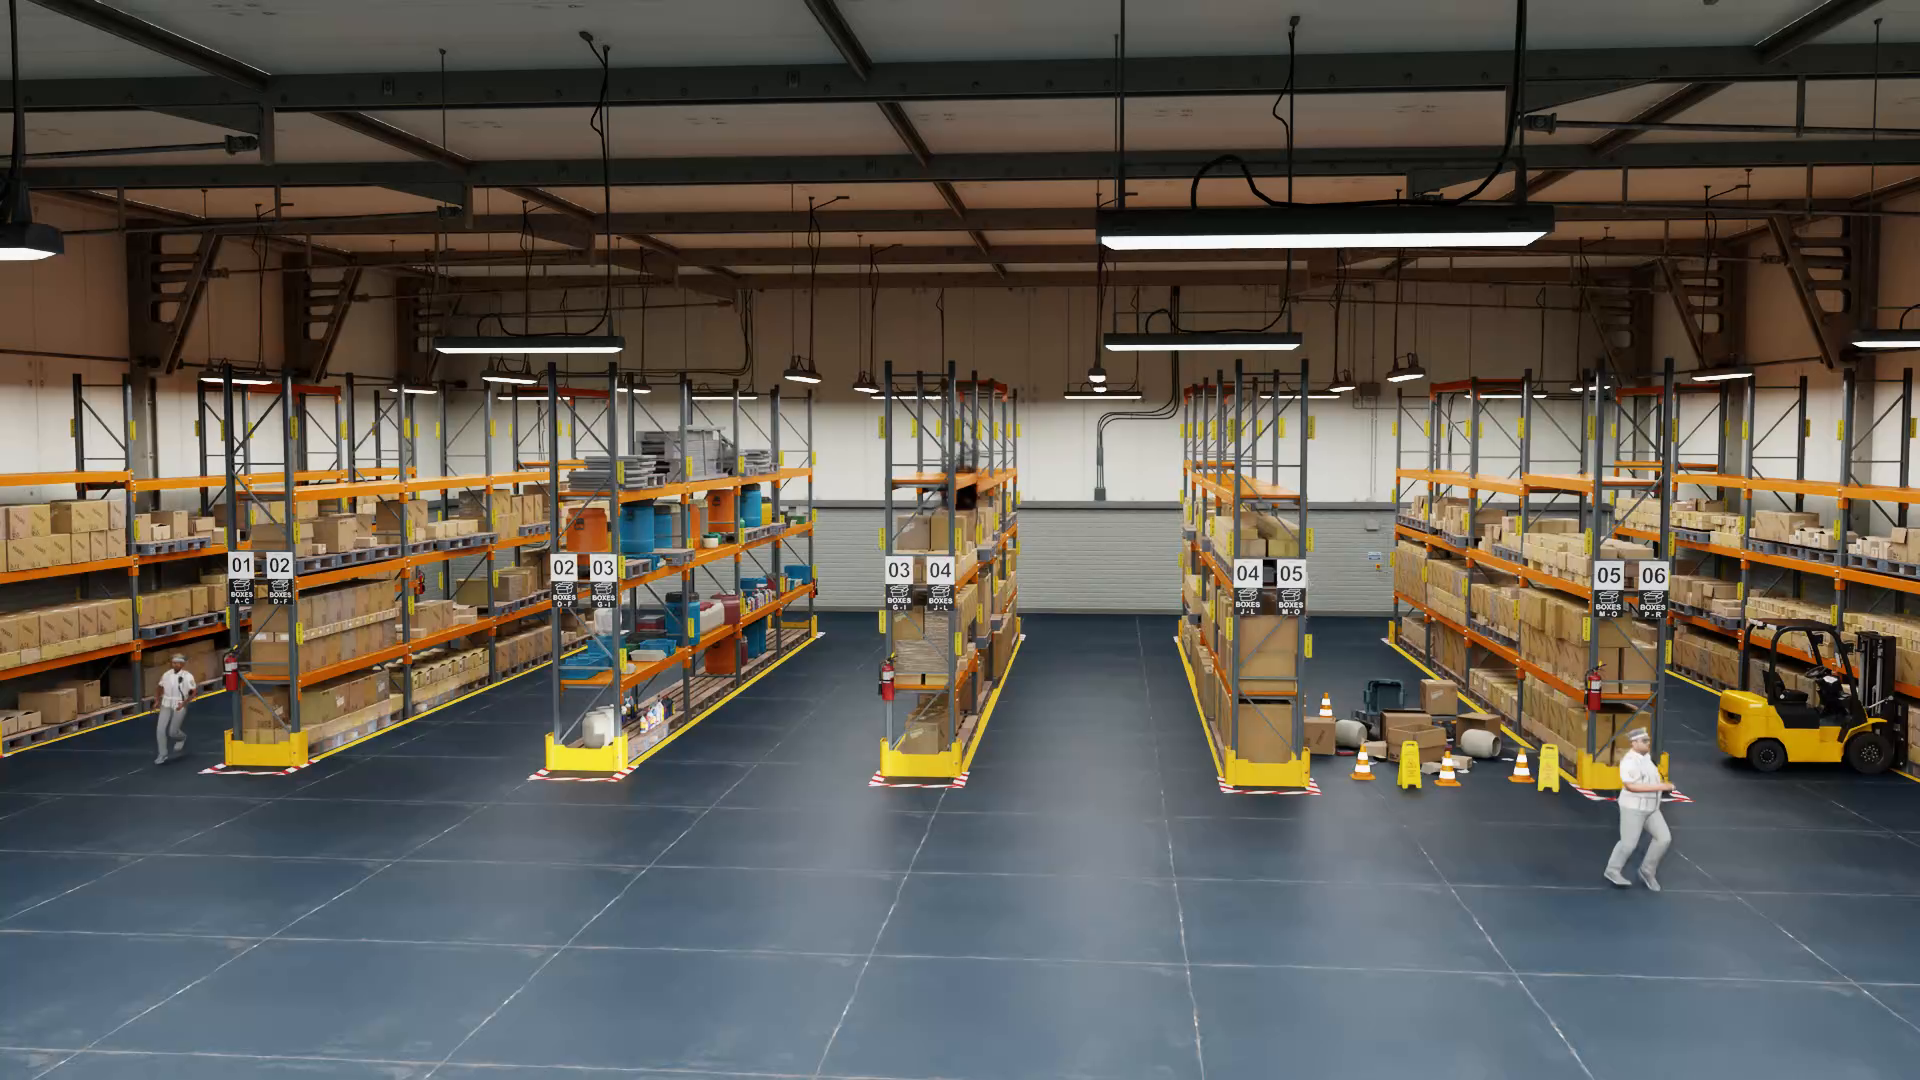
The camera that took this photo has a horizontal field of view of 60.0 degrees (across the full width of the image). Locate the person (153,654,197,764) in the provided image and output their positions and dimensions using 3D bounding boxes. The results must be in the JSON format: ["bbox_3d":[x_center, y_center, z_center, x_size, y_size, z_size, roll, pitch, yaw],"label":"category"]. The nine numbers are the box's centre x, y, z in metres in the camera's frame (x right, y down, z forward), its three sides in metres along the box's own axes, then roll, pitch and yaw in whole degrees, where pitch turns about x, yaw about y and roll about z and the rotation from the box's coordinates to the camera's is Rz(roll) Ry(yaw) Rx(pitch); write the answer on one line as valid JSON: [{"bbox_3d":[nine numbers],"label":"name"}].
[{"bbox_3d":[-11.914,2.538,25.297,0.614,1.659,0.662,0,4,-1],"label":"person"}]

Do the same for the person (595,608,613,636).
[{"bbox_3d":[-7.277,1.912,34.279,0.569,1.754,0.776,0,4,1],"label":"person"}]

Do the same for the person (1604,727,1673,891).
[{"bbox_3d":[7.412,2.943,18.088,0.656,1.849,0.735,-3,5,-37],"label":"person"}]
